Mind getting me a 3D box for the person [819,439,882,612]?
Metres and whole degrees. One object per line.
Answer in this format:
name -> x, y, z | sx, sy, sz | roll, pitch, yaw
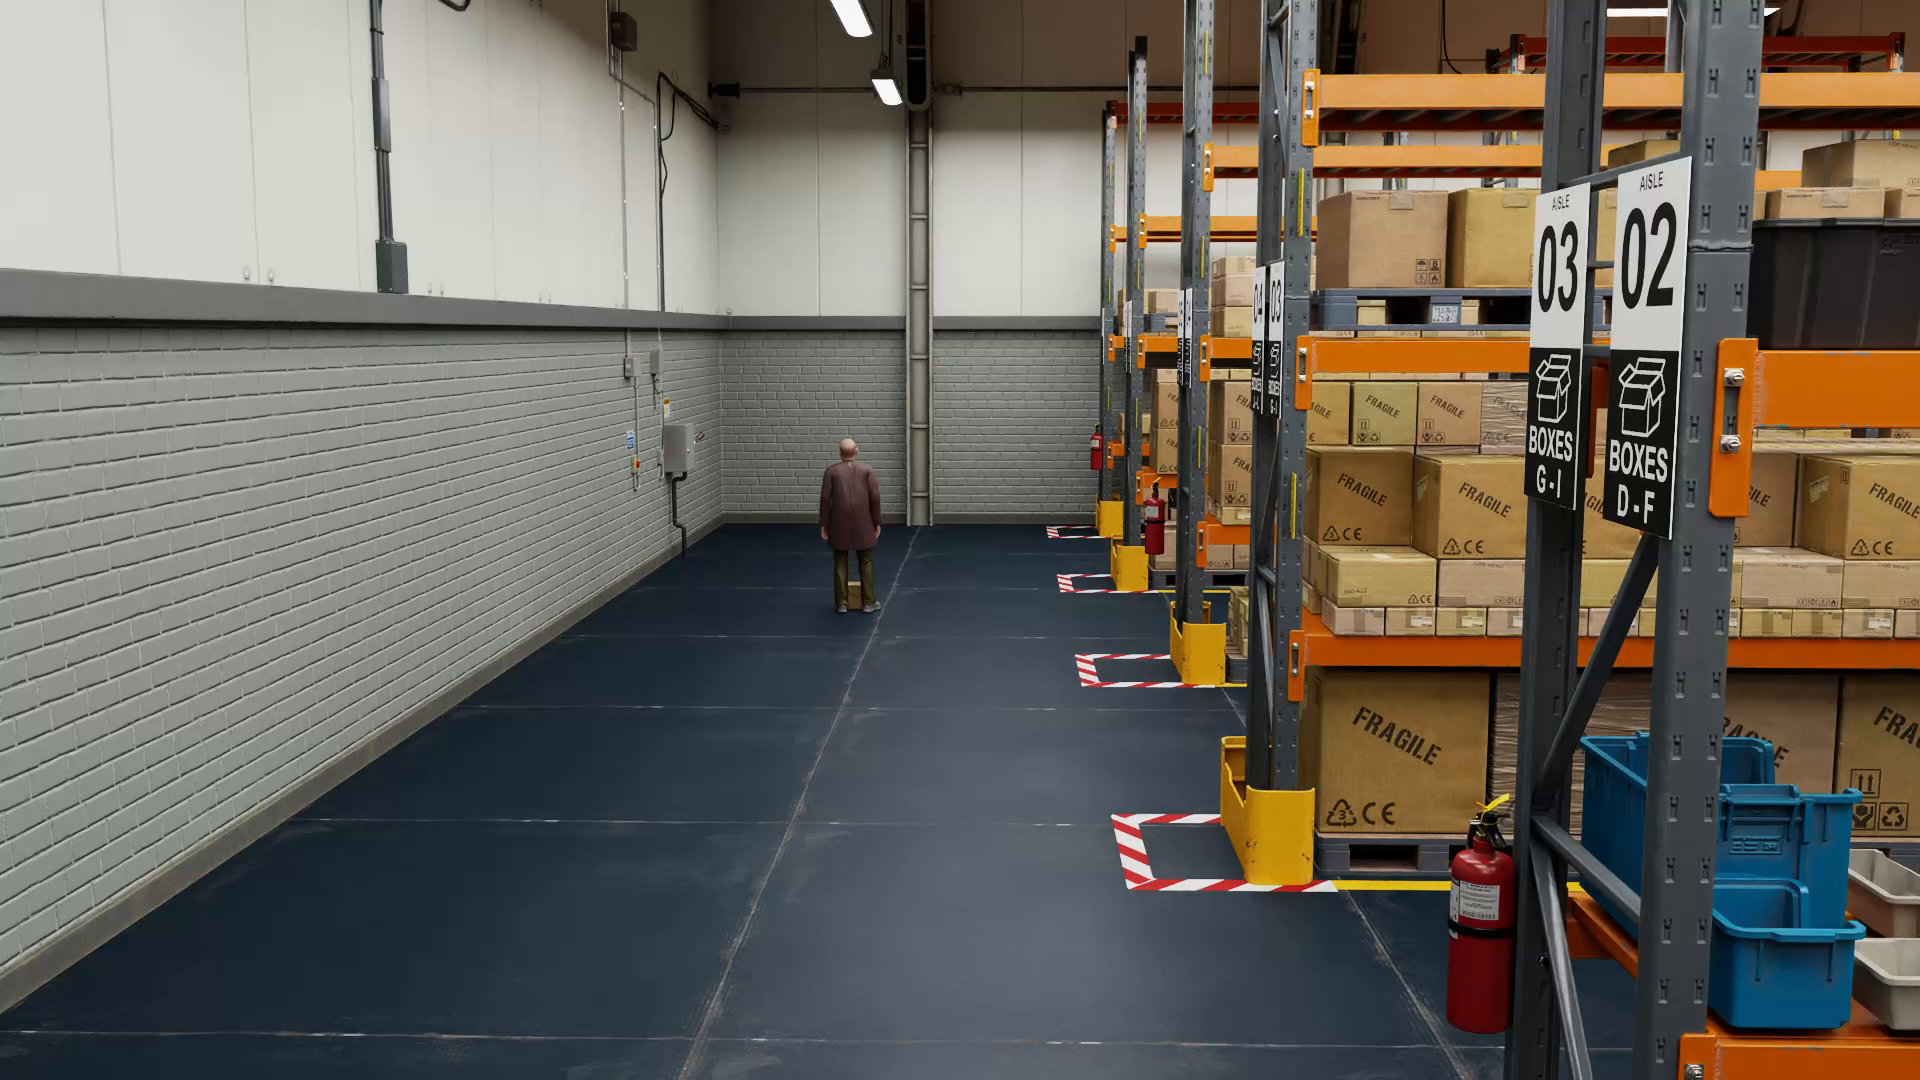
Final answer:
person -> -1.122, -0.148, 17.023 | 0.651, 1.773, 0.428 | 0, 7, -2
